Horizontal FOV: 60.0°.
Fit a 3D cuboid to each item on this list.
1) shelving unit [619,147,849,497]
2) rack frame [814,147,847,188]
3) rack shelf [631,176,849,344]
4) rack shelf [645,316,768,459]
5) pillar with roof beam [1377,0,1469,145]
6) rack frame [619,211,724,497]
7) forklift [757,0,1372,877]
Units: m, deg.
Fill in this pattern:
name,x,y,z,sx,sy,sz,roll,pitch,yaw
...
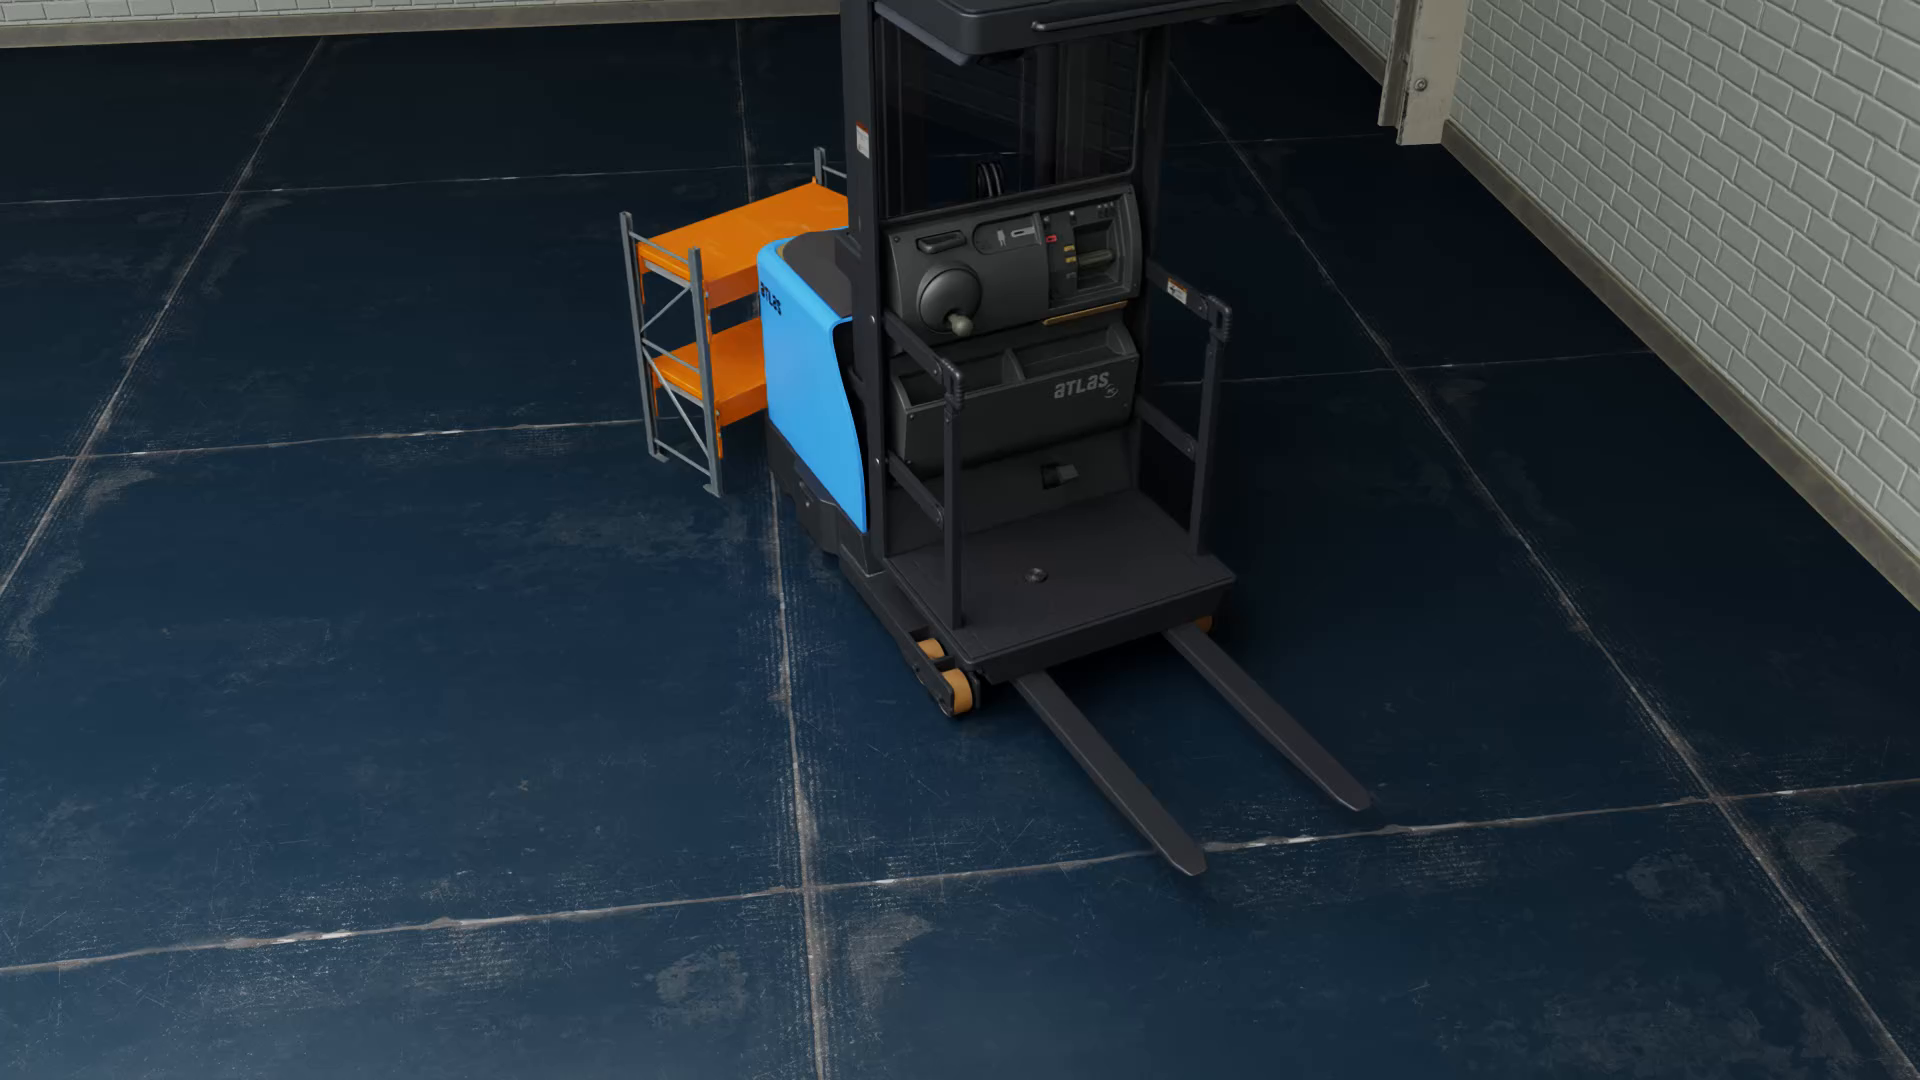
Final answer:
name,x,y,z,sx,sy,sz,roll,pitch,yaw
shelving unit,-0.819,-0.952,7.148,1.048,1.125,0.538,-29,44,-35
rack frame,-0.454,-1.151,7.440,0.032,1.125,0.500,-29,44,-35
rack shelf,-0.819,-1.194,6.983,1.000,0.278,0.538,-29,44,-35
rack shelf,-0.819,-0.750,7.285,1.000,0.278,0.538,-29,44,-35
pillar with roof beam,-1.407,-5.973,7.524,9.100,9.000,0.400,-4,35,-6
rack frame,-1.184,-0.752,6.855,0.032,1.125,0.500,-29,44,-35
forklift,0.297,-0.881,5.440,1.130,2.935,3.031,-16,37,-22
